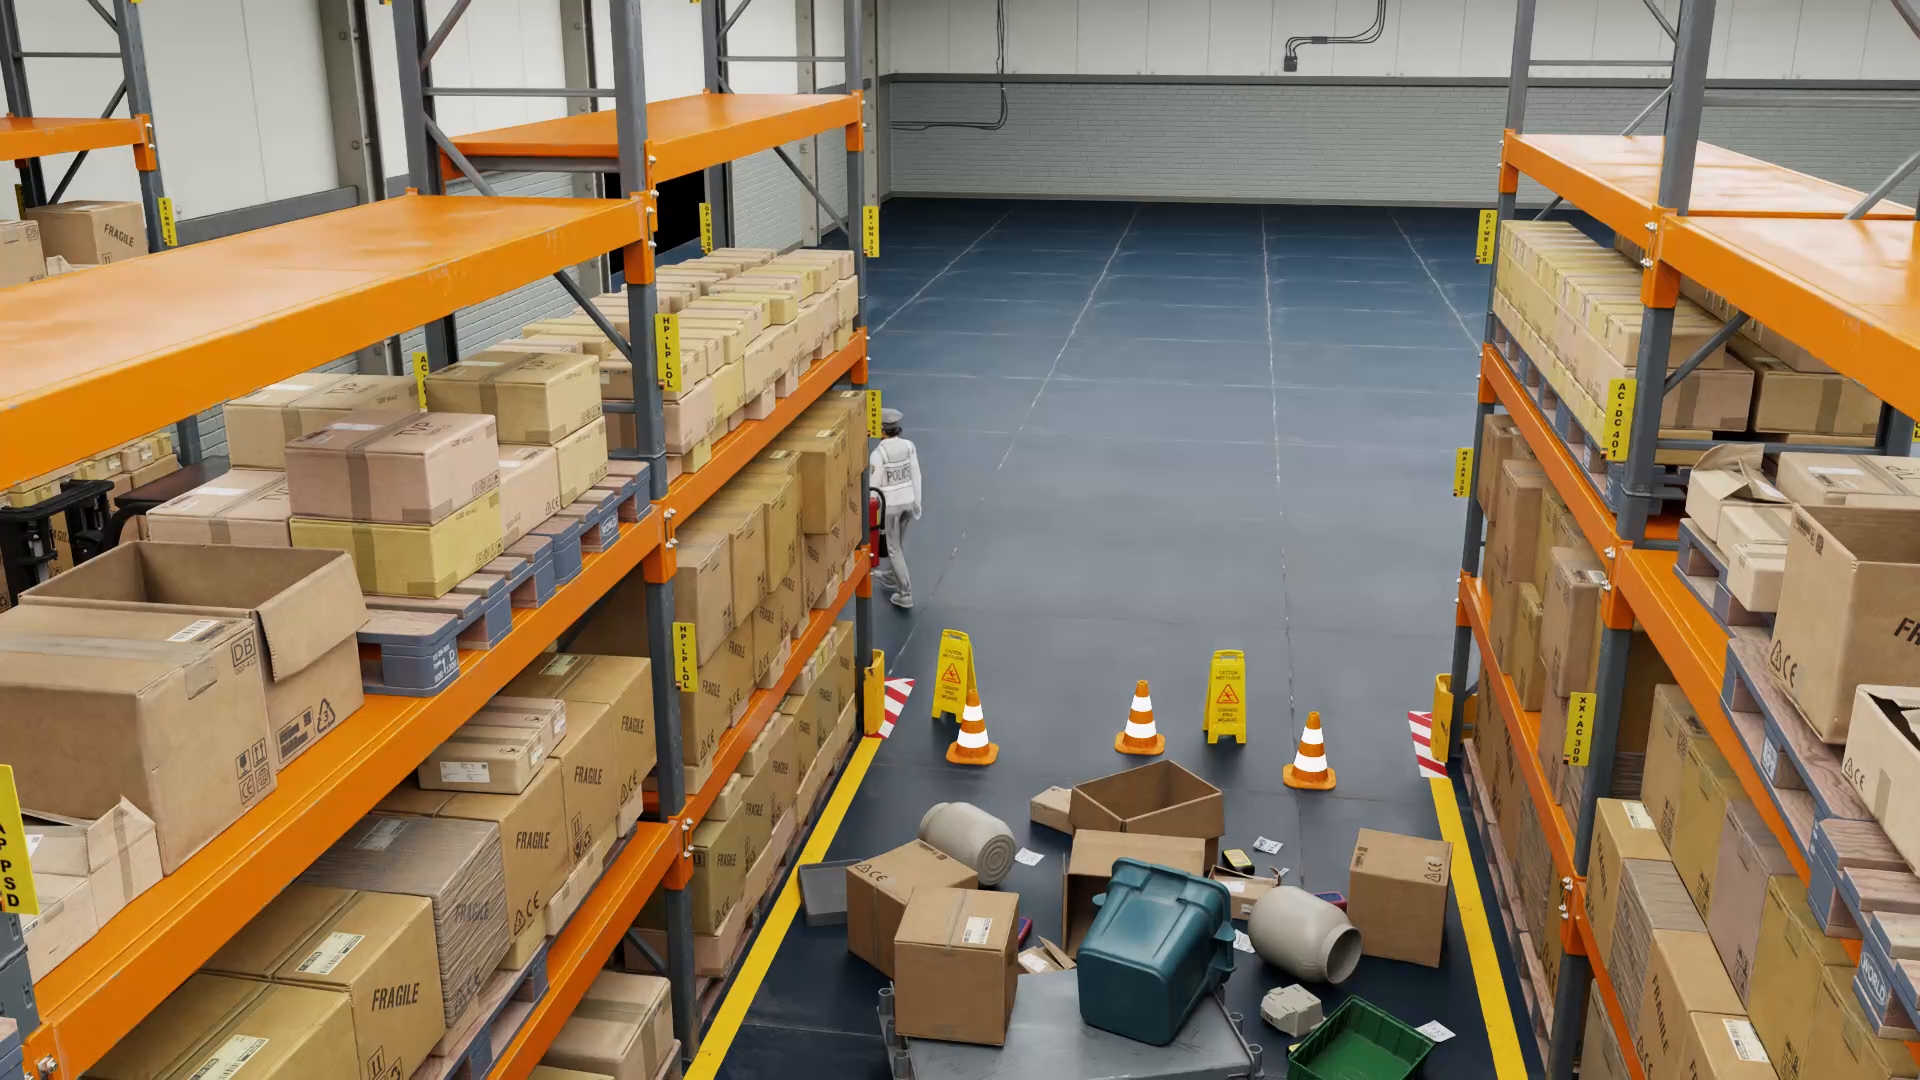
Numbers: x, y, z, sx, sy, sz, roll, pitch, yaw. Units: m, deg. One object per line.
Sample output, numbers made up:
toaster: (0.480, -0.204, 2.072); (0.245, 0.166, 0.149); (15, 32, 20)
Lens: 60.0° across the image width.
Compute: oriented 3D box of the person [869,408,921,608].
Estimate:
person: (-0.622, -0.302, 13.937); (0.511, 1.646, 0.732); (-16, 24, -40)
